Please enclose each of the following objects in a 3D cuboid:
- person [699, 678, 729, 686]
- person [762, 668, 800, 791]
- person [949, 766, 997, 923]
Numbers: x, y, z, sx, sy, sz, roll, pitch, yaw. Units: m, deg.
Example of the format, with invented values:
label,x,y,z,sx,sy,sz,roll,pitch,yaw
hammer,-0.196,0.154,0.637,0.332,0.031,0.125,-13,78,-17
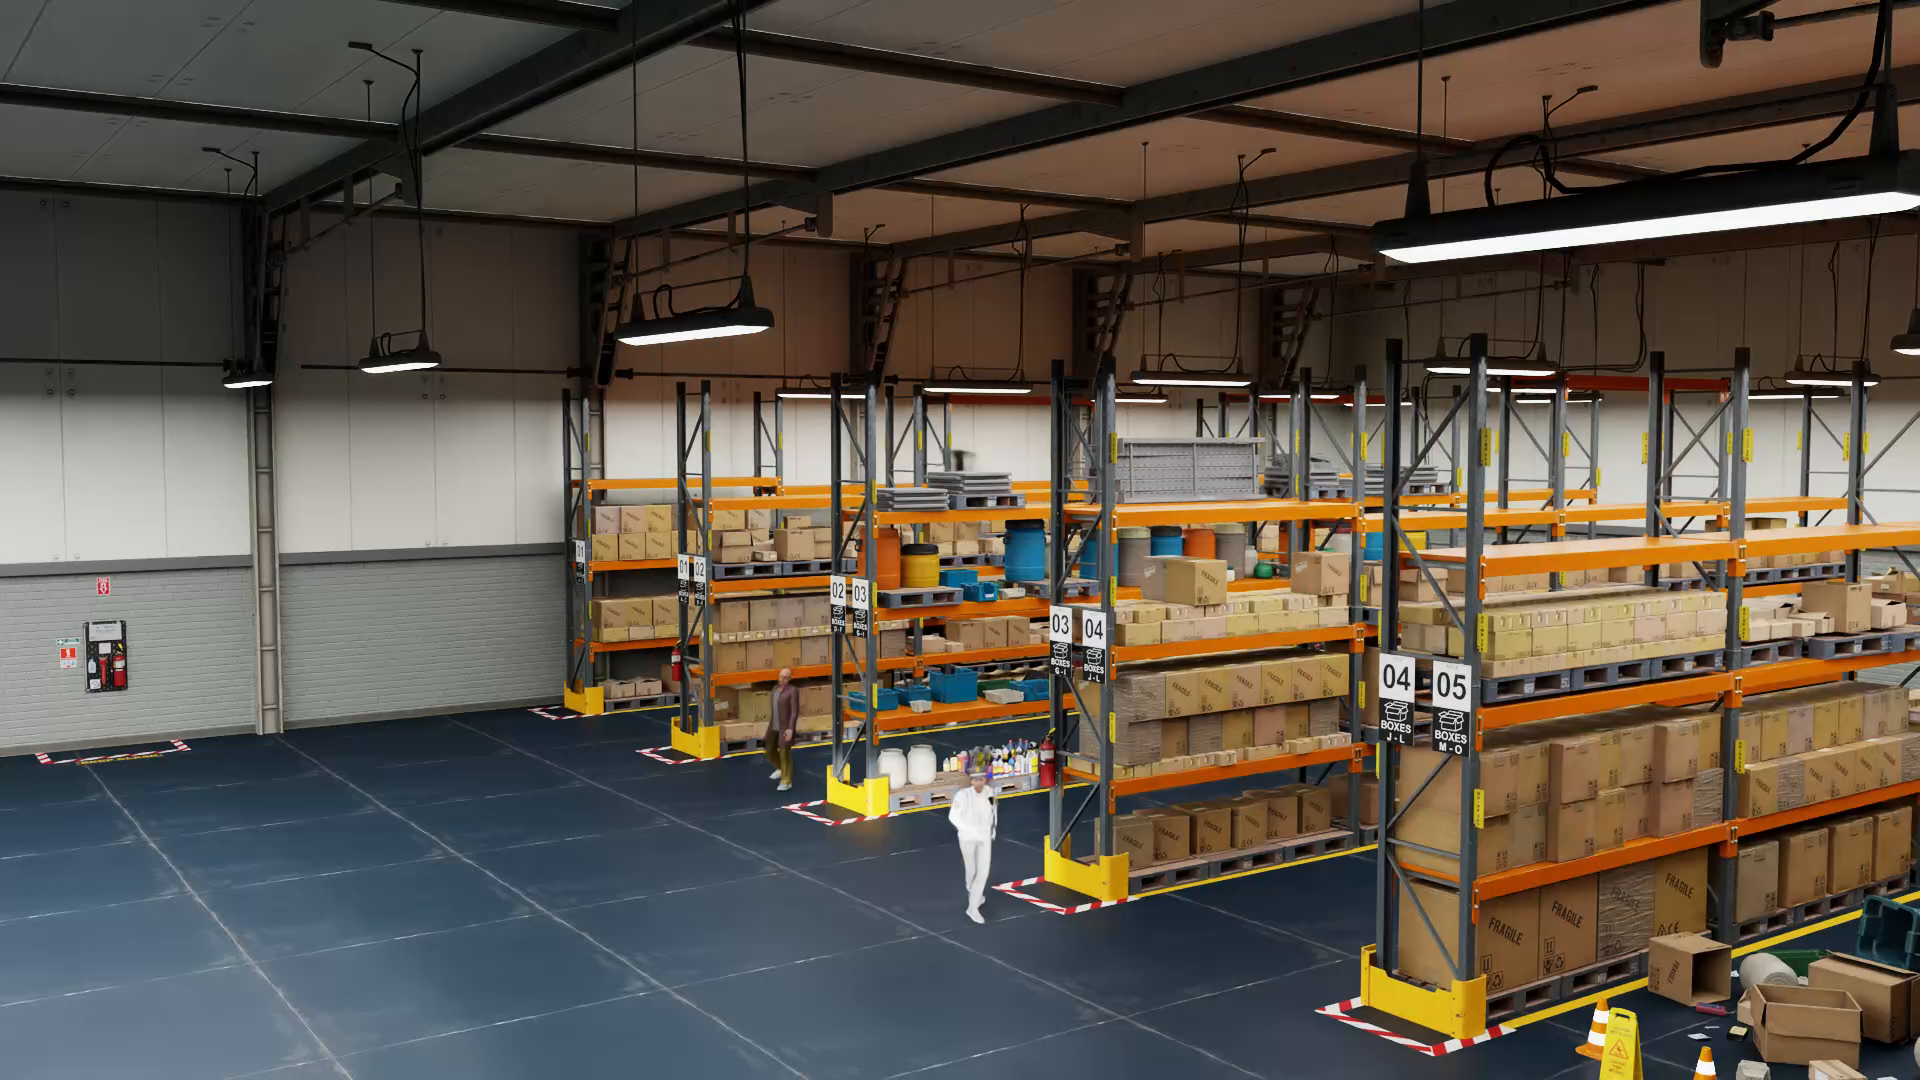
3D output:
label,x,y,z,sx,sy,sz,roll,pitch,yaw
person,-4.260,2.474,29.510,0.618,1.621,0.642,2,4,24
person,-2.545,2.723,24.110,0.702,1.768,0.633,2,4,33
person,0.134,3.192,17.817,0.584,1.655,0.804,-1,4,-13
